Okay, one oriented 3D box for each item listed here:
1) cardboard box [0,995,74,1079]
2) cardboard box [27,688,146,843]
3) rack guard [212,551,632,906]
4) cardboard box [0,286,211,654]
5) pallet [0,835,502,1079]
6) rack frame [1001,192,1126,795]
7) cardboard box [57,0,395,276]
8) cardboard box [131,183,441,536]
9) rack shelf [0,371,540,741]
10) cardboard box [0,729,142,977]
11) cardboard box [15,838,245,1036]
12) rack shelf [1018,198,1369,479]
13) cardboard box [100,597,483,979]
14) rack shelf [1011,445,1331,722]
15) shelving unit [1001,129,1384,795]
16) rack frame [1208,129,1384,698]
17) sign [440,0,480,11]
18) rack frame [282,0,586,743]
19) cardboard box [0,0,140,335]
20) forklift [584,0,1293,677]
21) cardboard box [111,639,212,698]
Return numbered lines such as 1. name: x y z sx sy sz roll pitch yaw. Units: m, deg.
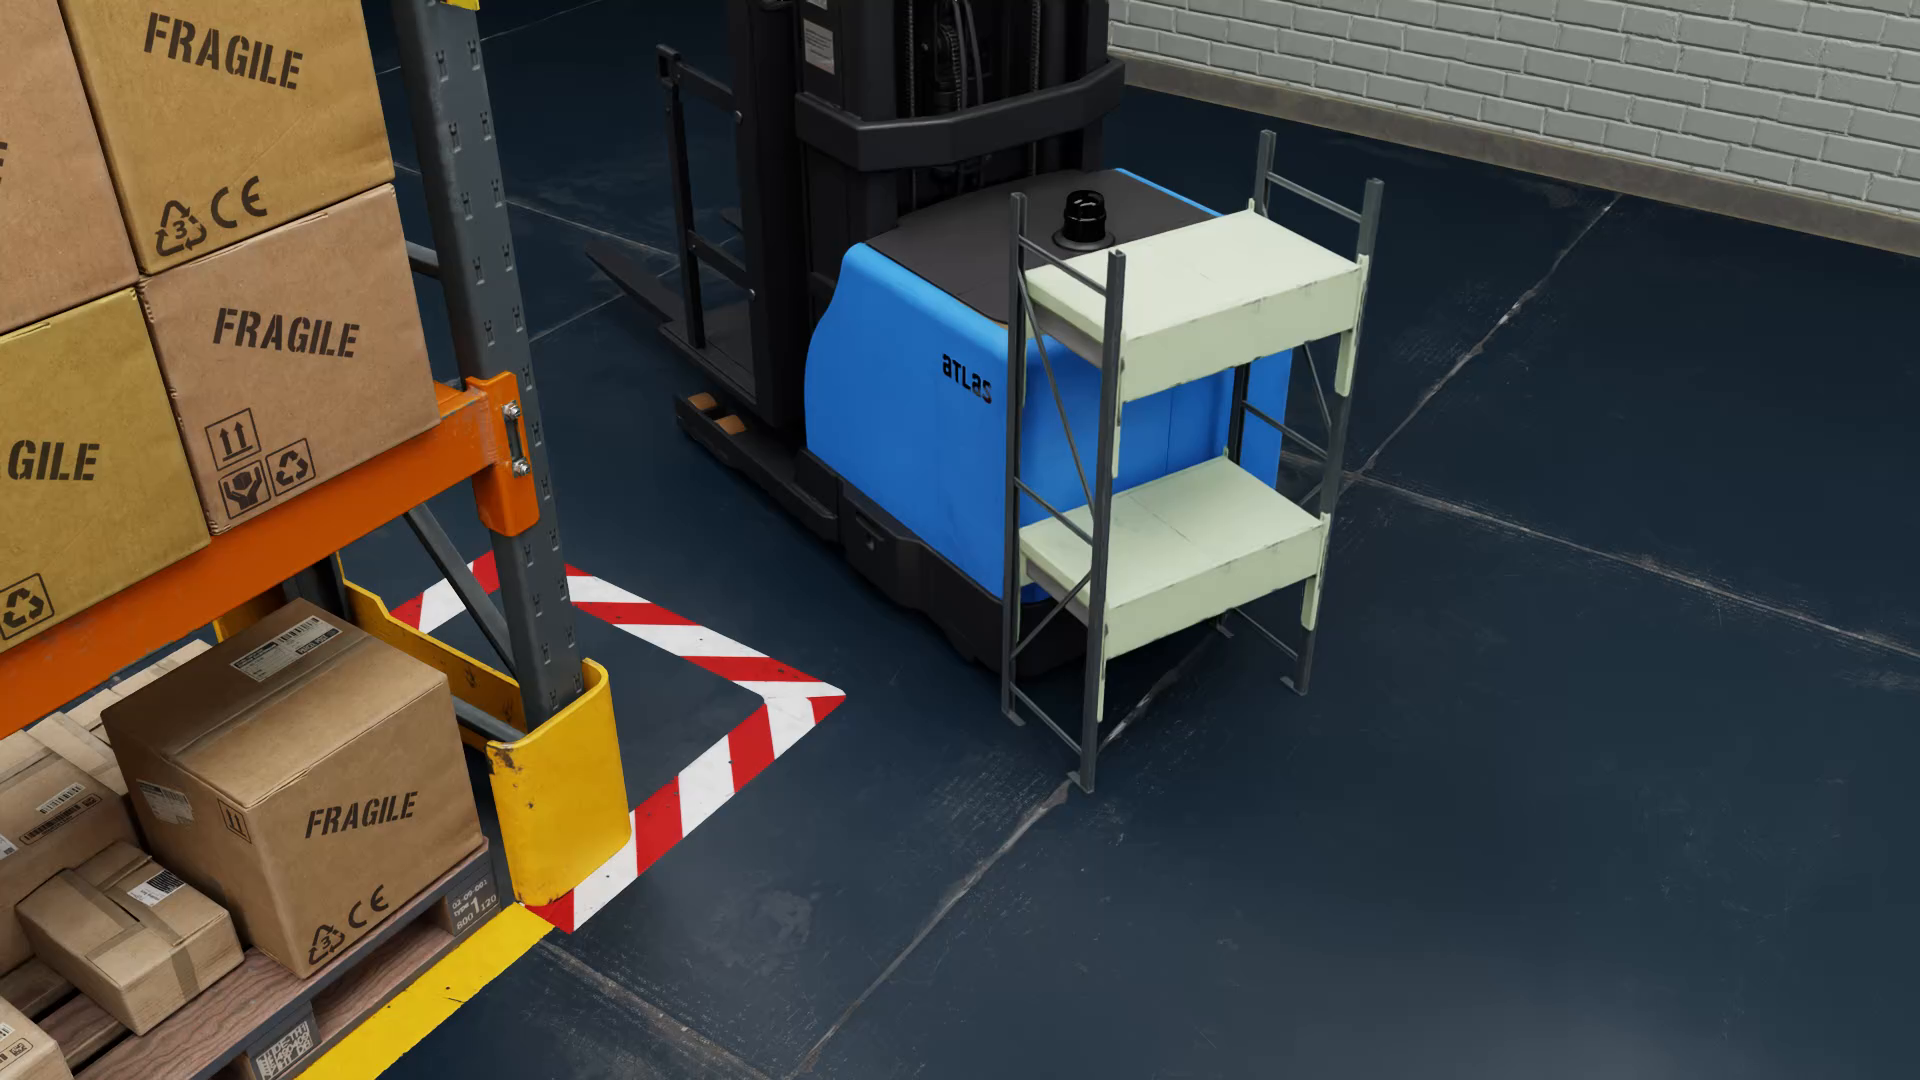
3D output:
1. cardboard box: -2.005 1.057 3.071 0.500 0.250 0.500 21 39 28
2. cardboard box: -1.994 0.533 3.920 0.380 0.166 0.250 21 39 28
3. rack guard: -1.374 0.414 4.191 1.175 0.500 0.348 21 39 28
4. cardboard box: -1.655 -0.165 2.726 0.500 0.500 0.500 22 40 29
5. pallet: -1.828 0.901 3.729 1.003 0.211 1.213 21 39 28
6. rack frame: 0.229 -0.062 4.003 0.023 1.500 0.400 -20 39 -26
7. cardboard box: -1.359 -0.819 2.802 0.500 0.500 0.500 21 39 28
8. cardboard box: -1.363 -0.404 3.081 0.500 0.500 0.500 23 40 30
9. rack shelf: -2.471 0.562 2.383 1.077 0.370 4.000 21 39 28
10. cardboard box: -2.159 0.690 3.613 0.500 0.250 0.500 21 39 28
11. cardboard box: -1.743 0.822 3.493 0.380 0.166 0.250 21 39 28
12. rack shelf: 0.538 -0.495 3.947 0.720 0.370 0.431 -20 39 -26
13. cardboard box: -1.438 0.526 3.633 0.500 0.500 0.500 21 39 28
14. rack shelf: 0.538 0.098 4.348 0.720 0.370 0.431 -20 39 -26
15. shelving unit: 0.538 -0.172 4.166 0.755 1.500 0.431 -20 39 -26
16. rack frame: 0.846 -0.282 4.329 0.023 1.500 0.400 -20 39 -26
17. sign: -0.886 -1.080 2.854 0.100 0.325 0.005 21 39 28
18. rack frame: -1.331 -0.656 3.542 1.000 3.000 0.127 21 39 28
19. cardboard box: -1.646 -0.586 2.457 0.500 0.500 0.500 22 40 29
20. forklift: -0.324 -1.611 5.016 1.130 2.935 3.031 -22 40 -29
21. cardboard box: -1.852 0.426 4.095 0.380 0.149 0.250 21 39 28
